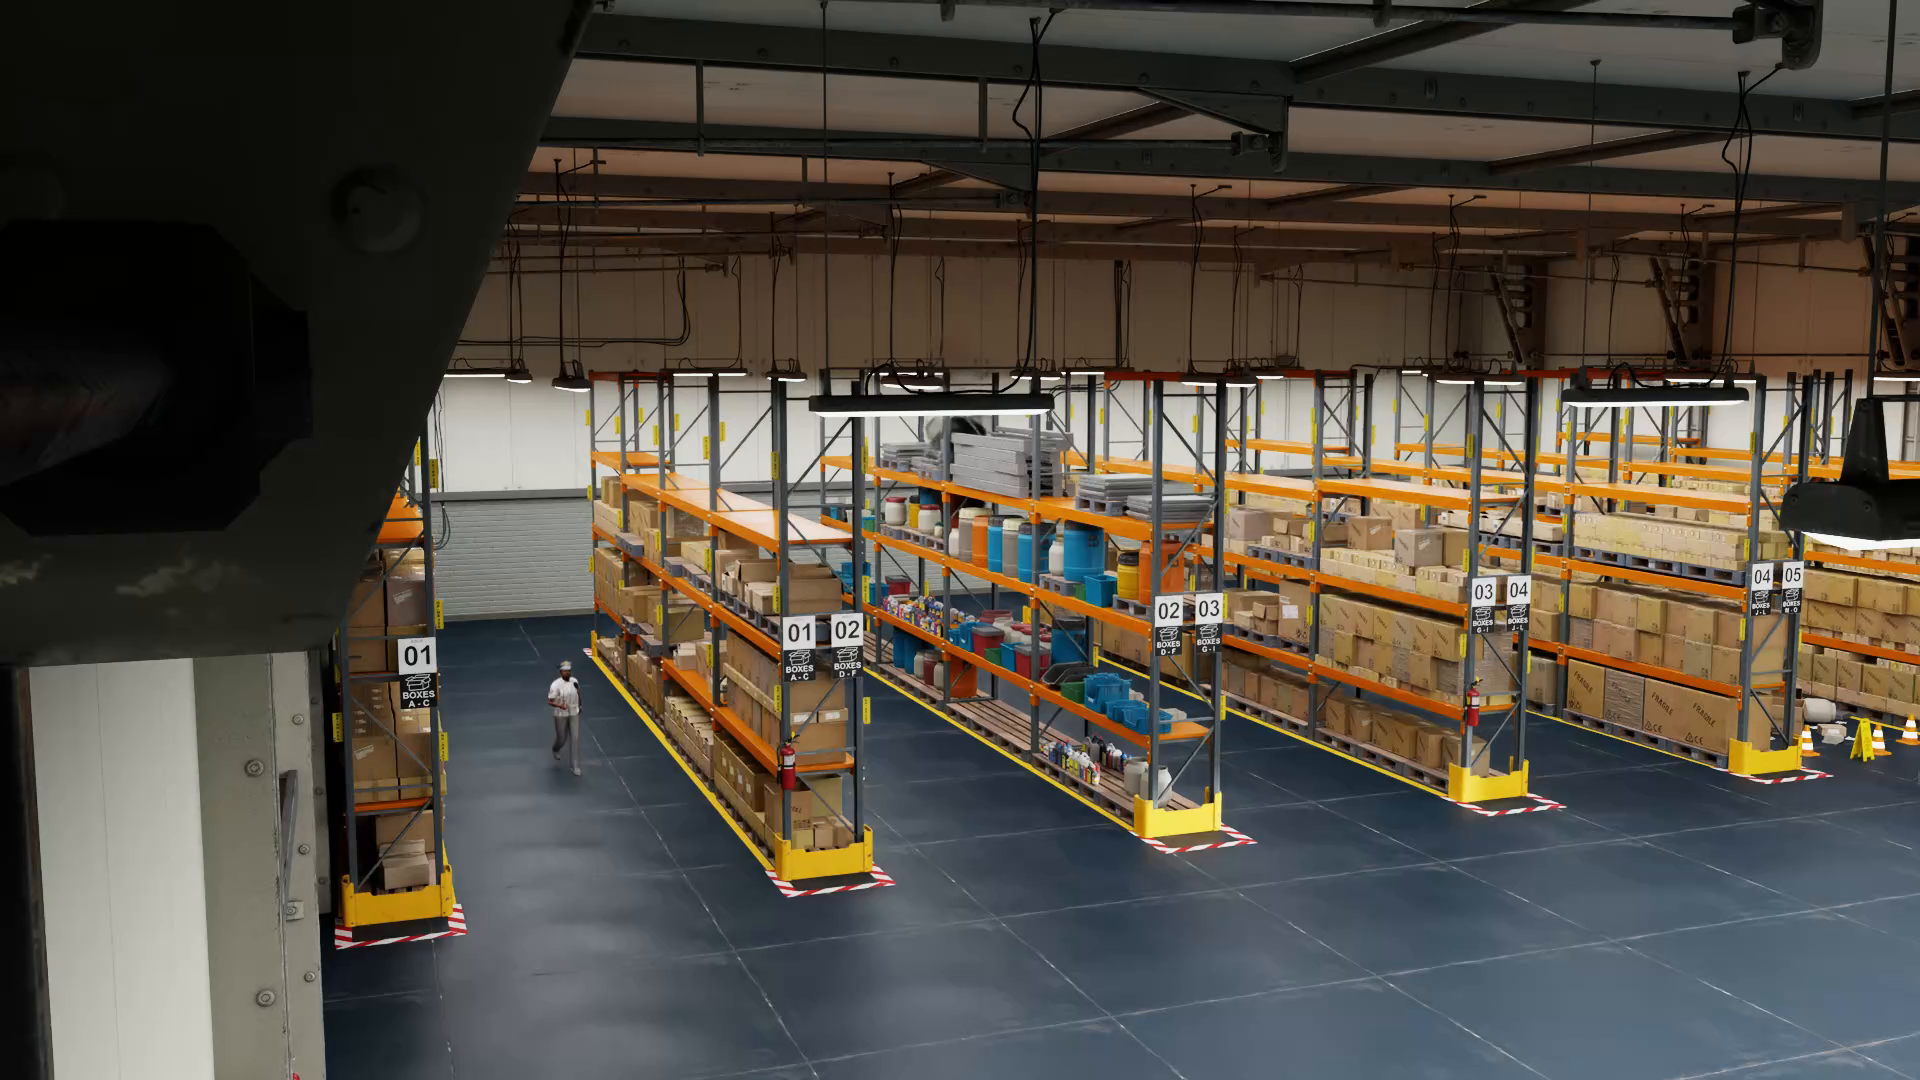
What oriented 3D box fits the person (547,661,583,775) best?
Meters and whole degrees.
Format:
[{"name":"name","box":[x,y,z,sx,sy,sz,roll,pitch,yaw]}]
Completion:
[{"name":"person","box":[-5.980,2.669,25.270,0.580,1.695,0.904,-4,8,-33]}]
